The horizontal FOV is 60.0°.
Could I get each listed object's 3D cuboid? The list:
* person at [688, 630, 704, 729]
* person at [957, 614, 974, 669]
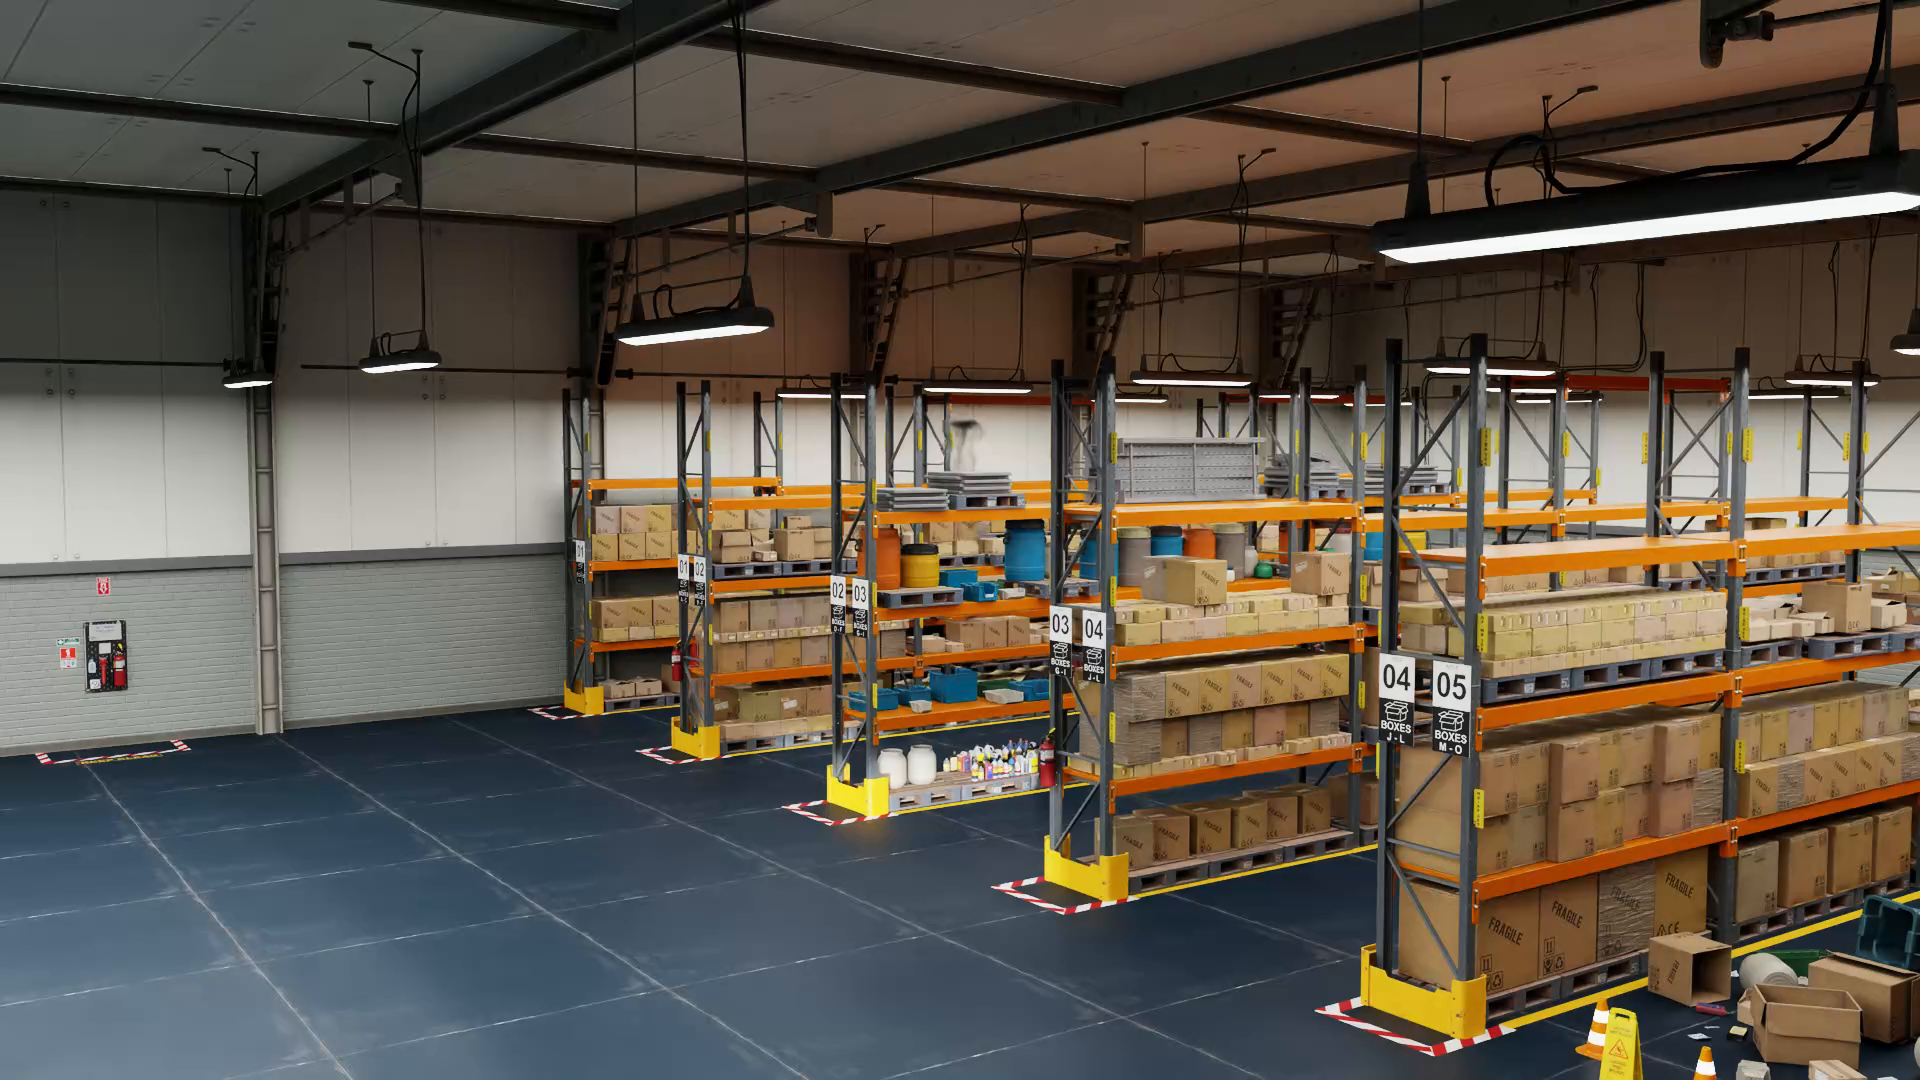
[{"bbox_3d":[-4.573,2.456,29.098,0.634,1.760,0.726,2,4,25],"label":"person"},{"bbox_3d":[0.159,2.245,32.422,0.712,1.693,0.954,3,5,40],"label":"person"}]
